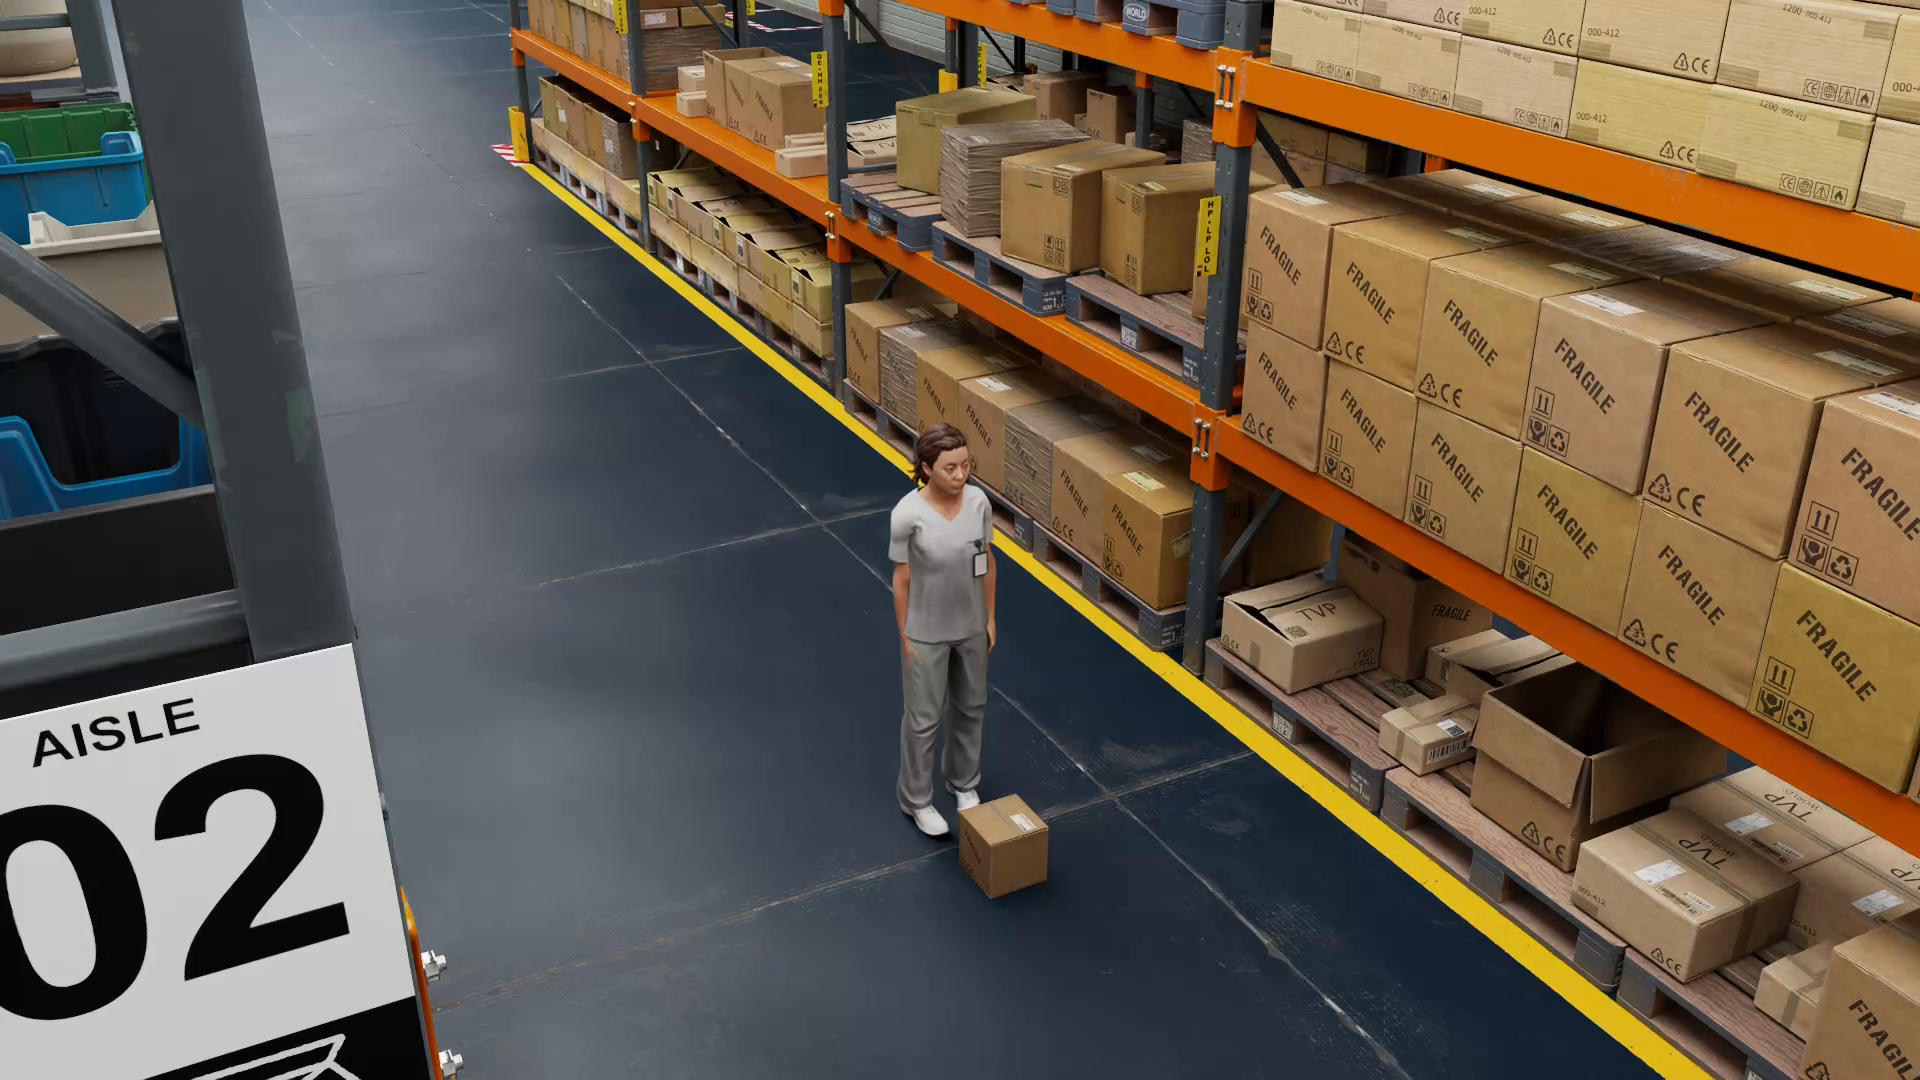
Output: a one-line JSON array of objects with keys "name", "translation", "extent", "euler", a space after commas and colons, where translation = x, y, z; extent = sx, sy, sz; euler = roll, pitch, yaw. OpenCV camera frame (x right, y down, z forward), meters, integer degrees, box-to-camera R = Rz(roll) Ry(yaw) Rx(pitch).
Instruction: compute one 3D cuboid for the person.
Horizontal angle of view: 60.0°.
[{"name": "person", "translation": [-0.054, 0.345, 6.408], "extent": [0.438, 1.683, 0.375], "euler": [-12, 28, -24]}]
